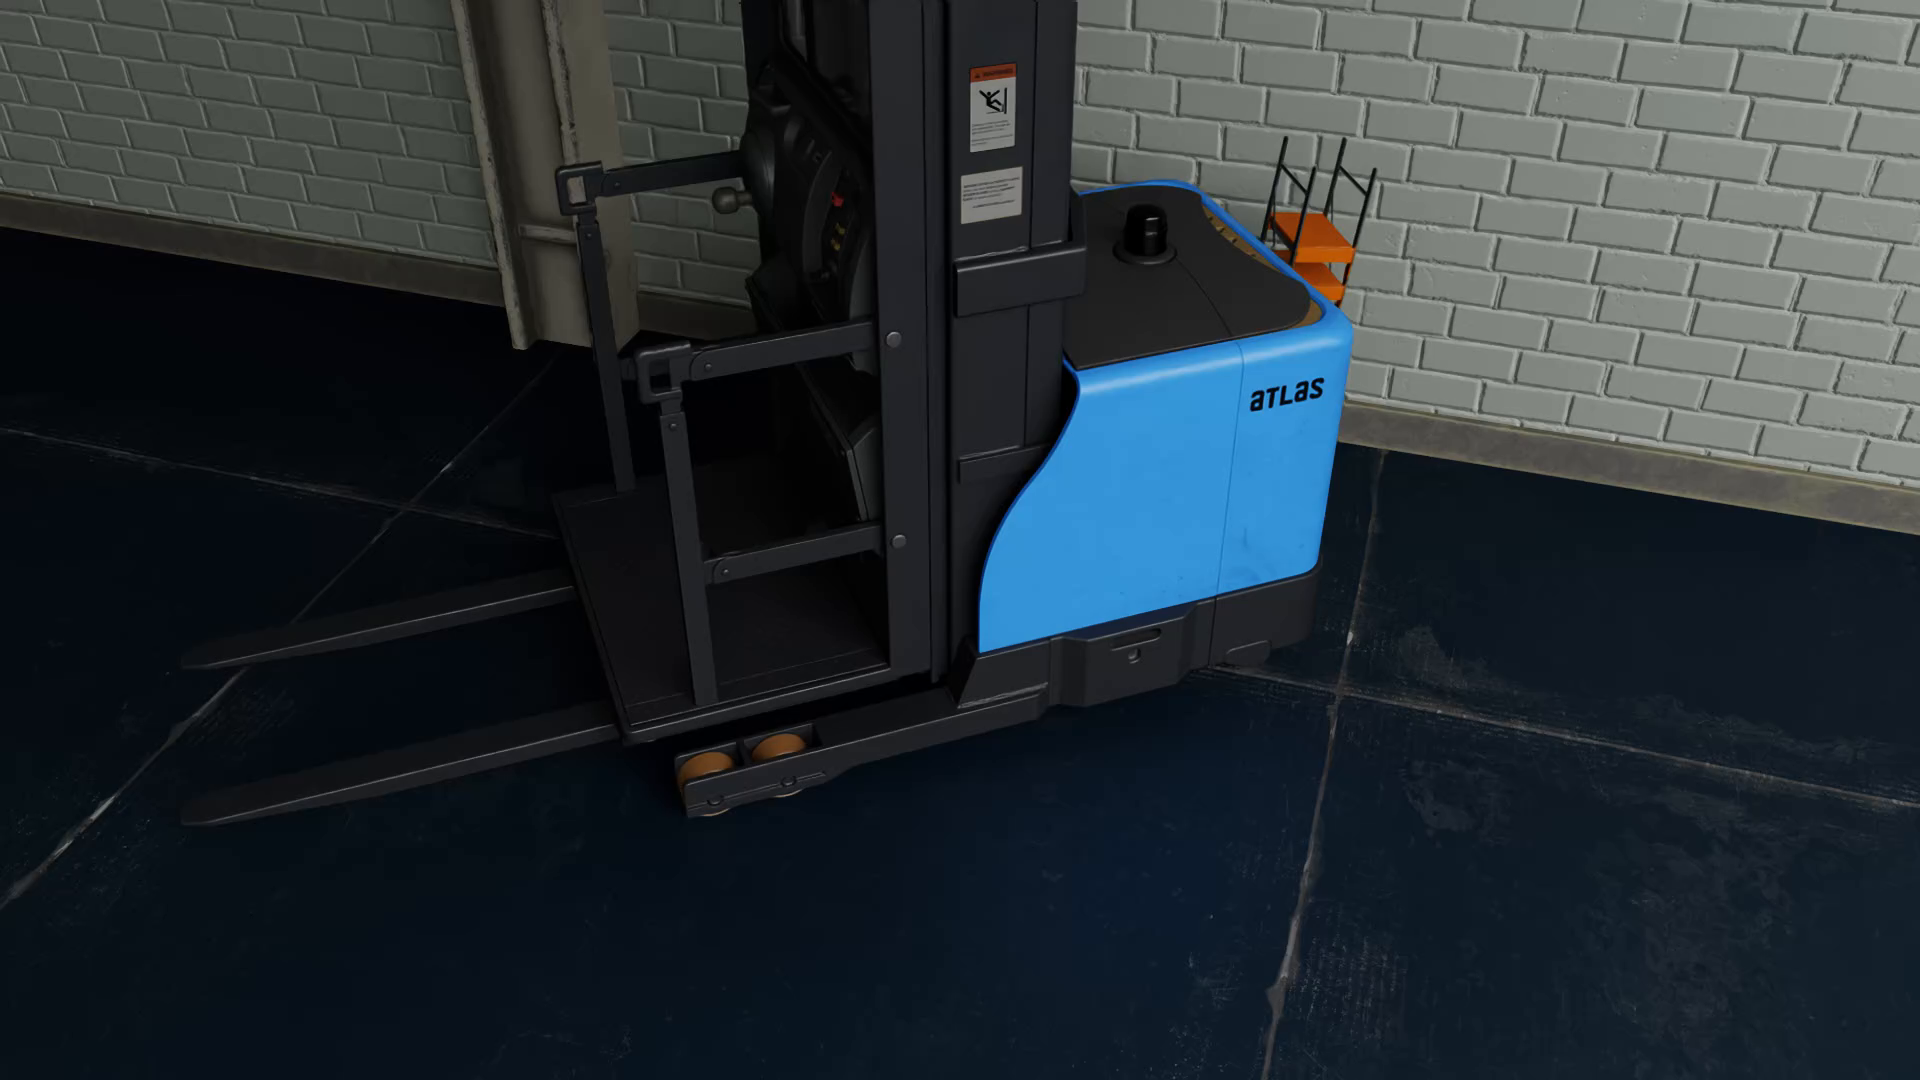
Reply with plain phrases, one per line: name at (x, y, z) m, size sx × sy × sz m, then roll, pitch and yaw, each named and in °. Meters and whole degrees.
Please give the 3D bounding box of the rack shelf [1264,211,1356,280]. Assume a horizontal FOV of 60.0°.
rack shelf at (1.018, -0.866, 4.874) m, size 0.180 × 0.103 × 0.258 m, roll -2°, pitch 36°, yaw -14°

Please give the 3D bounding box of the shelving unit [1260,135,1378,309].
shelving unit at (0.983, -0.610, 5.054) m, size 0.189 × 1.200 × 0.258 m, roll -2°, pitch 36°, yaw -14°

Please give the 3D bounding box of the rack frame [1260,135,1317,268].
rack frame at (0.894, -0.607, 5.032) m, size 0.006 × 1.200 × 0.240 m, roll -2°, pitch 36°, yaw -14°

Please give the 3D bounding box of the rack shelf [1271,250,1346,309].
rack shelf at (1.005, -0.769, 4.942) m, size 0.180 × 0.103 × 0.258 m, roll -2°, pitch 36°, yaw -14°

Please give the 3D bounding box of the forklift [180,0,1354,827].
forklift at (-0.554, -0.824, 3.897) m, size 3.031 × 2.935 × 1.130 m, roll -13°, pitch 38°, yaw -16°

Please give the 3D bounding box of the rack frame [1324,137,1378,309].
rack frame at (1.072, -0.612, 5.075) m, size 0.006 × 1.200 × 0.240 m, roll -2°, pitch 36°, yaw -14°

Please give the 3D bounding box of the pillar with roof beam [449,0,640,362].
pillar with roof beam at (-2.728, -1.961, 0.323) m, size 0.400 × 9.000 × 9.100 m, roll 10°, pitch 38°, yaw 14°
